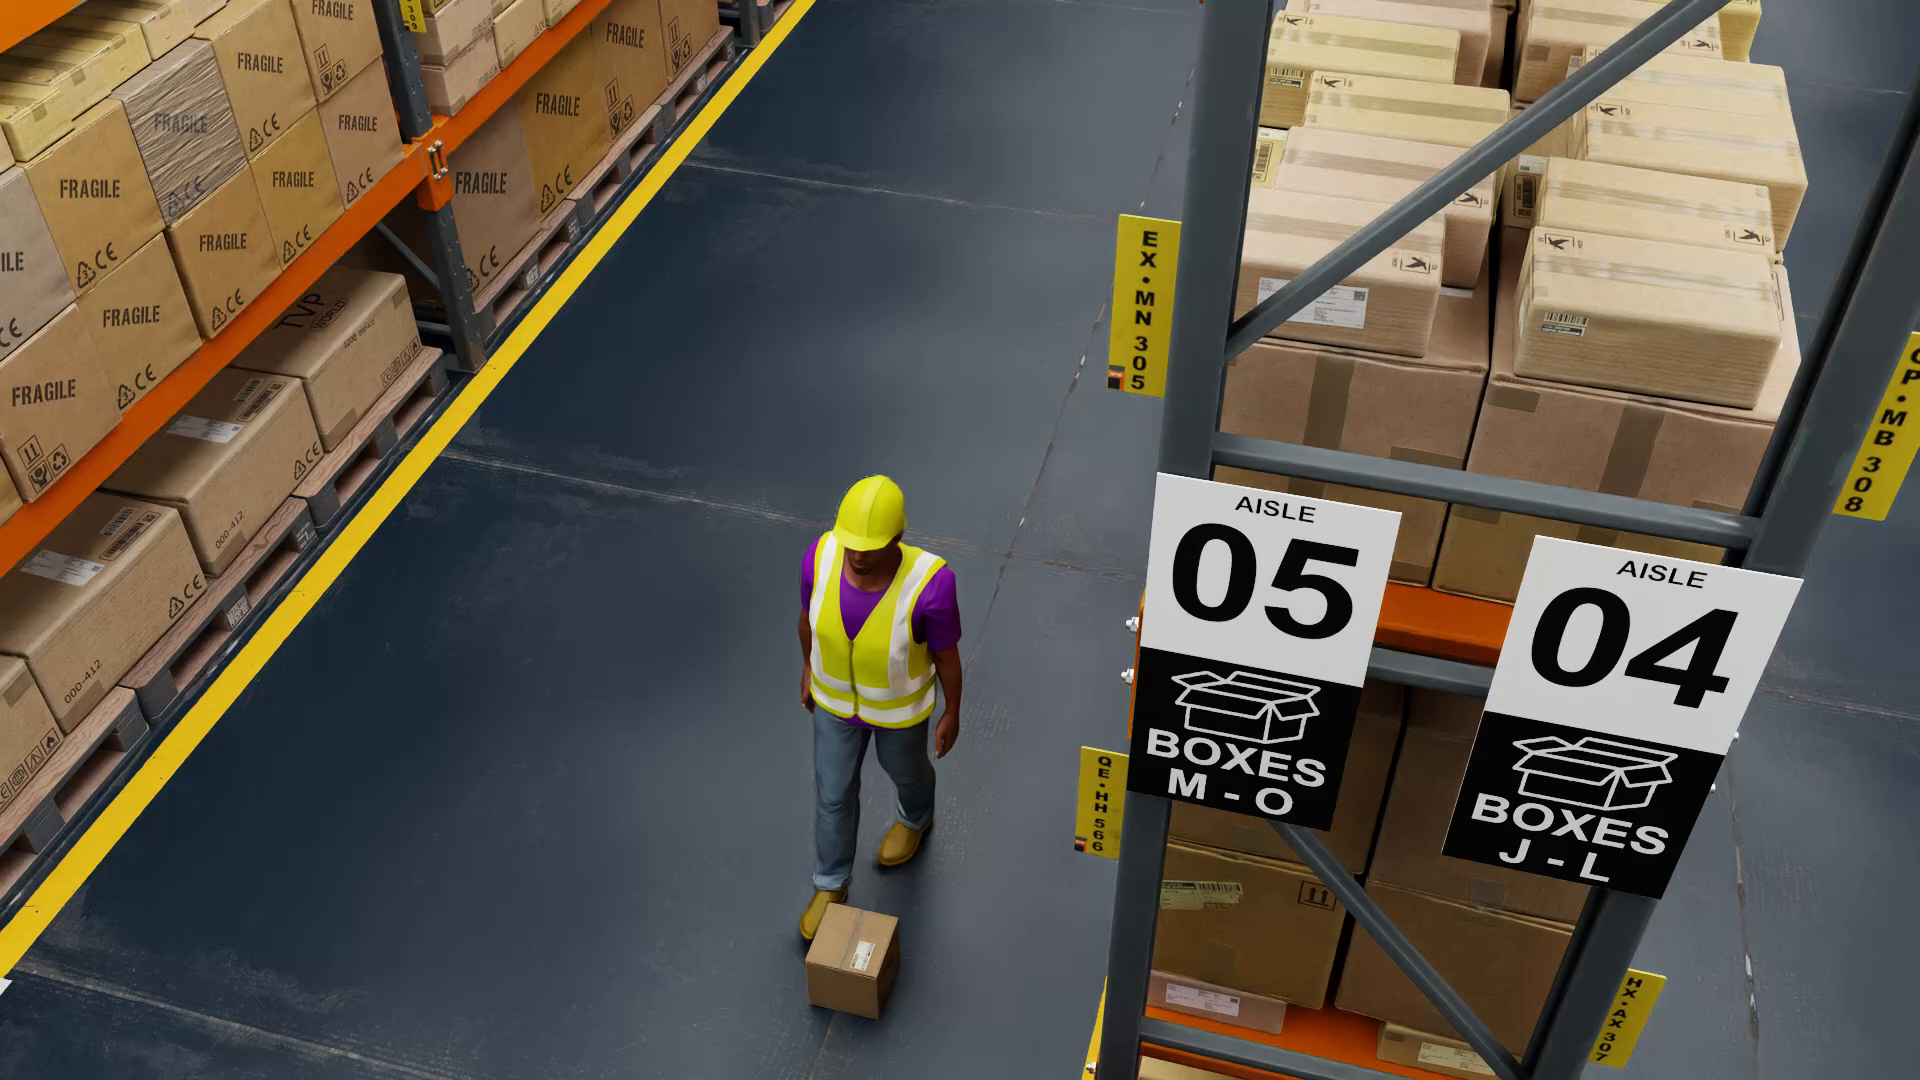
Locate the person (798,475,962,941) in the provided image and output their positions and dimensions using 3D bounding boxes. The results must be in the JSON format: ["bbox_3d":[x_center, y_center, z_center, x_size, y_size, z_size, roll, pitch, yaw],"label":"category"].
[{"bbox_3d":[-0.311,0.572,5.479,0.585,1.758,0.734,13,42,14],"label":"person"}]
